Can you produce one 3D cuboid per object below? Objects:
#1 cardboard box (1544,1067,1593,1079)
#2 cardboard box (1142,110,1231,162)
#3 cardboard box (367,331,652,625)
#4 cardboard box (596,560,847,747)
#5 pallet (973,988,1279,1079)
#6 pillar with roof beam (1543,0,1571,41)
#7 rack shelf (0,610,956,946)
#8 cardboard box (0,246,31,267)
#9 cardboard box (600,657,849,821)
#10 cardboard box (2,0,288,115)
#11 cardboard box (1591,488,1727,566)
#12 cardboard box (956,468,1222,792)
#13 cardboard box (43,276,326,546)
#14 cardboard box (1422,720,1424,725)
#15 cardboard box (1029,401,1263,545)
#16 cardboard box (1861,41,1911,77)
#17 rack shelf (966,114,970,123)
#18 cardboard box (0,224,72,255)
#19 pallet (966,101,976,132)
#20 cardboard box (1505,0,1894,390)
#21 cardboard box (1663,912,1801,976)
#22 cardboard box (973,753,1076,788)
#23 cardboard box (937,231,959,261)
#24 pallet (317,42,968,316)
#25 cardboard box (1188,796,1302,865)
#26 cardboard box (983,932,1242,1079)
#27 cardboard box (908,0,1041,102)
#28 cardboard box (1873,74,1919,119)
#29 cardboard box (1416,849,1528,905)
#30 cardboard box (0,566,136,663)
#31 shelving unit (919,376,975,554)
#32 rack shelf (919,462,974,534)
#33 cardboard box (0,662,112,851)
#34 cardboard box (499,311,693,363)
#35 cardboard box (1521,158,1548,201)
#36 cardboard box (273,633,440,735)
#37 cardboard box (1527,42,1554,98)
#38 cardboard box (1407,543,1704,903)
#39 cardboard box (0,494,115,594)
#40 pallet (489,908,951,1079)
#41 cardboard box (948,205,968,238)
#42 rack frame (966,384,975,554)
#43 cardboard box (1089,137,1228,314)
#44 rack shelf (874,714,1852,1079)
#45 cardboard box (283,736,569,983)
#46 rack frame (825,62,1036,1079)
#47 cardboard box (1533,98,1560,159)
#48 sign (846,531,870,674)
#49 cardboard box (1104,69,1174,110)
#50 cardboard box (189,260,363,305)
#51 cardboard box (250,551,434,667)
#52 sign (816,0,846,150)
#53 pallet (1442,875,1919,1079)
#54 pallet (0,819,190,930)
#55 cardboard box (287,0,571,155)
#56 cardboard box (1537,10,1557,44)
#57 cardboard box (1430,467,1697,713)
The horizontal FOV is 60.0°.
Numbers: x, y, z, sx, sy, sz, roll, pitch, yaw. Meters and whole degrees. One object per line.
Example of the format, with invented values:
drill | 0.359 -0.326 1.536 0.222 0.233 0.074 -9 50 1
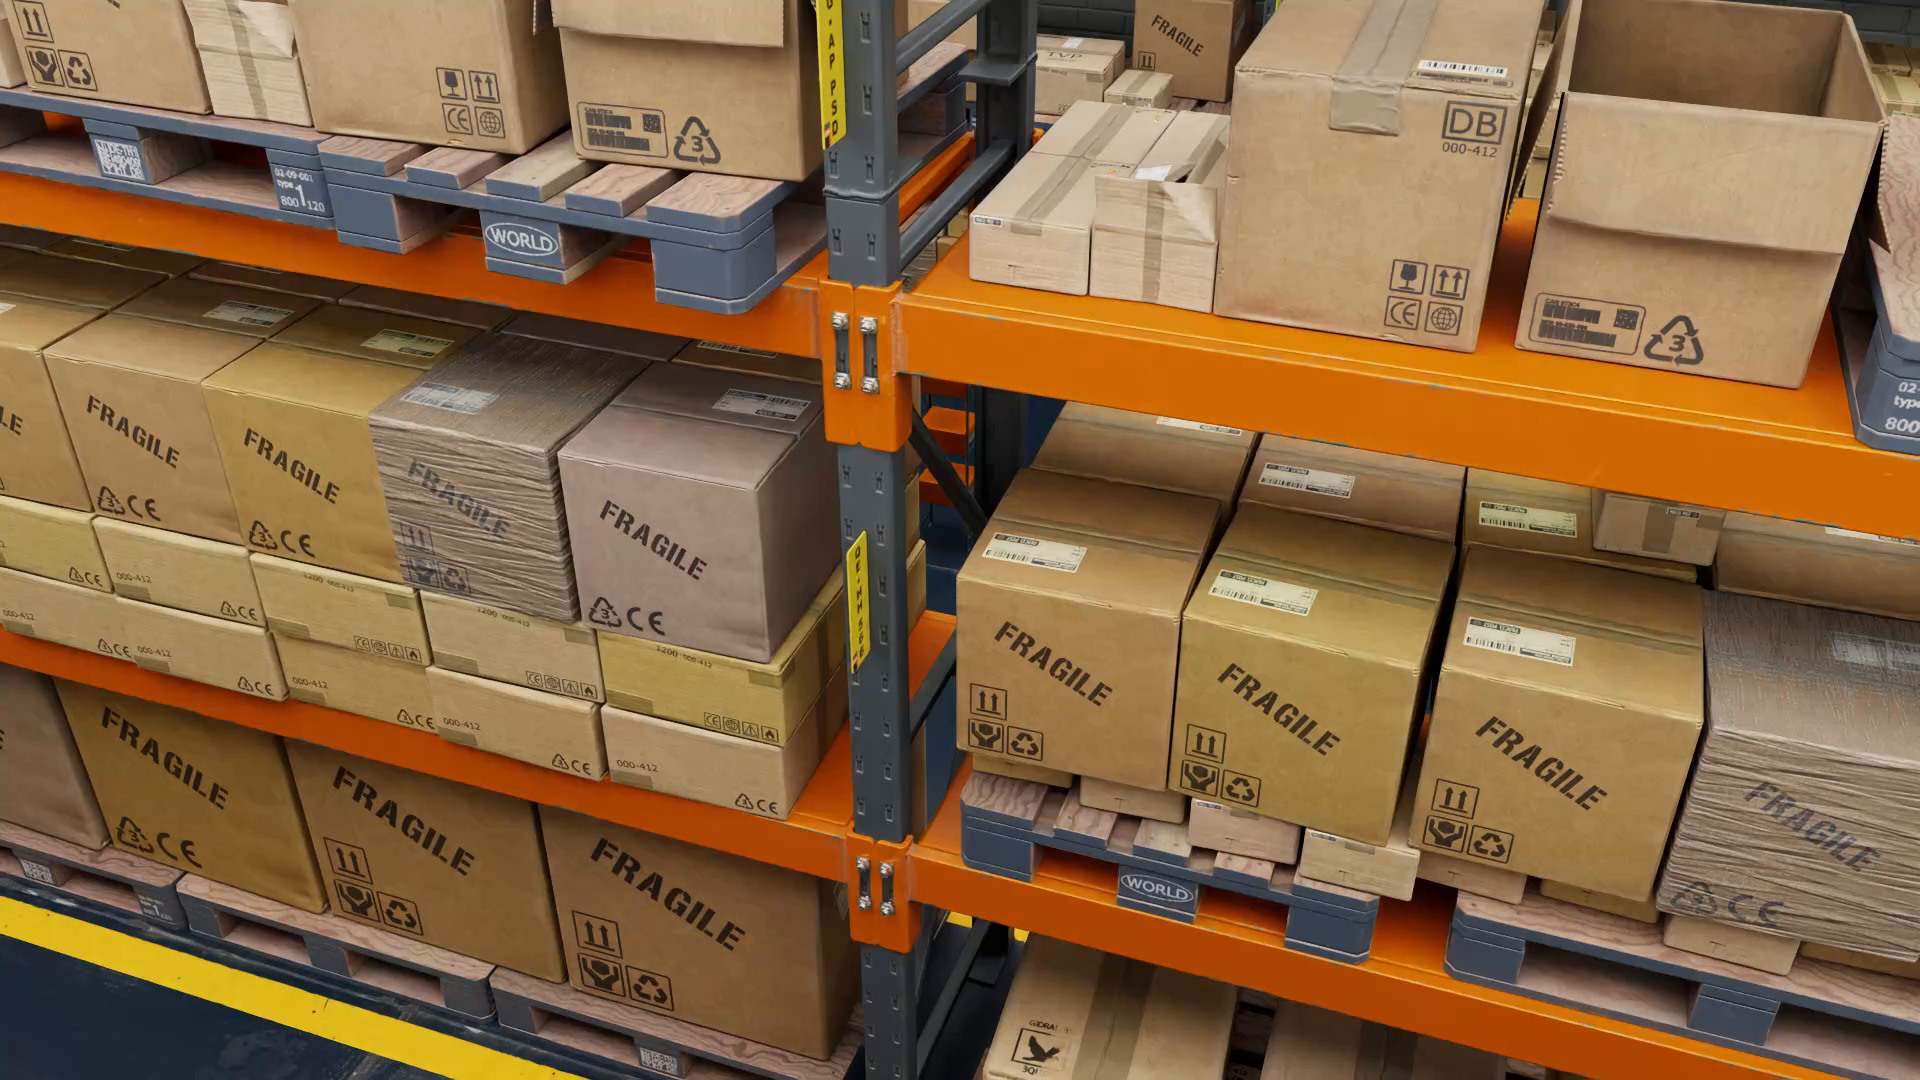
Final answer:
cardboard box | 1.897 1.652 4.462 0.625 0.372 0.950 12 35 18
cardboard box | 0.563 -0.820 3.720 0.250 0.149 0.380 11 34 16
cardboard box | -1.102 -0.170 4.233 0.500 0.500 0.500 12 35 17
cardboard box | -0.583 0.237 4.295 0.500 0.250 0.500 11 34 16
pallet | 0.694 1.658 4.987 1.213 0.211 1.003 11 34 16
pillar with roof beam | 1.709 -2.736 3.691 0.400 9.000 9.100 11 34 16
rack shelf | -1.924 0.279 5.215 4.000 0.370 1.077 11 34 16
cardboard box | -3.001 -0.545 4.814 0.500 0.500 0.500 11 34 16
cardboard box | -0.604 0.446 4.432 0.500 0.250 0.500 10 34 15
cardboard box | -1.798 -1.310 3.769 0.500 0.500 0.500 11 35 17
cardboard box | 1.594 -0.117 3.815 0.250 0.149 0.380 9 34 14
cardboard box | 0.305 0.200 3.921 0.500 0.500 0.500 10 34 15
cardboard box | -2.041 -0.360 4.529 0.500 0.500 0.500 10 34 16
cardboard box | 1.110 0.298 4.368 0.250 0.149 0.380 9 34 14
cardboard box | 0.481 -0.059 4.322 0.500 0.500 0.500 10 34 15
cardboard box | 4.194 -2.165 7.648 0.250 0.149 0.380 11 34 16
rack shelf | -0.253 -2.256 9.142 4.000 0.370 1.077 11 34 16
cardboard box | -2.811 -0.806 5.220 0.500 0.500 0.500 12 35 17
pallet | -0.202 -2.465 8.979 1.213 0.211 1.003 11 34 16
cardboard box | 1.405 -0.696 3.202 0.637 0.503 0.797 11 34 16
cardboard box | 1.707 0.747 3.672 0.250 0.149 0.380 12 35 18
cardboard box | 0.202 0.427 4.168 0.250 0.149 0.380 9 34 14
cardboard box | 0.199 -1.477 9.190 0.500 0.500 0.500 13 35 19
pallet | -0.665 -0.928 3.831 1.003 0.211 1.213 13 35 19
cardboard box | 0.699 0.569 3.947 0.250 0.149 0.380 9 34 13
cardboard box | 0.488 1.379 4.884 0.625 0.372 0.950 9 34 13
cardboard box | 0.031 -2.616 8.554 0.637 0.503 0.797 10 34 15
cardboard box | 4.020 -1.894 7.228 0.250 0.149 0.380 10 34 15
cardboard box | 1.204 0.634 3.847 0.250 0.149 0.380 13 35 19
cardboard box | -2.516 0.085 4.991 0.500 0.250 0.500 11 34 16
shelving unit | -0.050 -0.451 7.480 0.252 1.050 0.215 11 34 16
rack shelf | -0.050 -0.208 7.637 0.240 0.259 0.215 11 34 16
cardboard box | -3.196 0.400 5.937 0.875 0.875 0.875 12 35 18
cardboard box | -0.893 -0.420 4.621 0.500 0.500 0.500 11 34 17
cardboard box | 2.925 -1.738 7.814 0.500 0.250 0.500 10 34 15
cardboard box | -1.559 0.260 4.720 0.500 0.250 0.500 11 34 16
cardboard box | 2.584 -2.174 7.662 0.250 0.149 0.380 11 35 17
cardboard box | 1.300 0.386 3.633 0.500 0.500 0.500 12 35 17
cardboard box | -2.521 -0.124 4.855 0.500 0.250 0.500 11 35 17
pallet | -0.758 1.332 5.493 1.213 0.211 1.003 11 34 16
cardboard box | 0.111 -1.774 9.051 0.250 0.149 0.380 10 34 16
rack frame | 0.064 -0.429 7.446 0.008 1.050 0.200 11 34 16
cardboard box | 0.439 -0.669 3.380 0.258 0.266 0.396 11 34 16
rack shelf | 1.842 1.011 4.081 4.000 0.370 1.077 11 34 16
cardboard box | -1.501 0.725 5.433 0.875 0.875 0.875 11 35 17
rack frame | -0.041 0.343 4.453 0.127 3.000 1.000 11 34 16
cardboard box | 2.923 -1.936 7.660 0.500 0.250 0.500 10 34 15
sign | -0.225 0.141 3.699 0.005 0.325 0.100 11 34 16
cardboard box | 0.882 -2.187 8.217 0.250 0.149 0.380 12 35 17
cardboard box | -1.849 -0.617 4.925 0.500 0.500 0.500 12 35 17
cardboard box | -1.555 0.062 4.566 0.500 0.250 0.500 10 34 15
sign | -0.236 -0.886 3.041 0.005 0.325 0.100 11 34 16
pallet | 1.836 0.765 3.976 1.213 0.211 1.003 11 34 16
pallet | -3.055 0.885 6.184 1.213 0.211 1.003 11 34 16
cardboard box | -1.037 -1.220 3.629 0.500 0.500 0.700 9 34 14
cardboard box | 2.767 -2.472 8.123 0.250 0.149 0.380 10 34 16
cardboard box | 1.447 0.122 4.042 0.500 0.500 0.500 9 34 13
